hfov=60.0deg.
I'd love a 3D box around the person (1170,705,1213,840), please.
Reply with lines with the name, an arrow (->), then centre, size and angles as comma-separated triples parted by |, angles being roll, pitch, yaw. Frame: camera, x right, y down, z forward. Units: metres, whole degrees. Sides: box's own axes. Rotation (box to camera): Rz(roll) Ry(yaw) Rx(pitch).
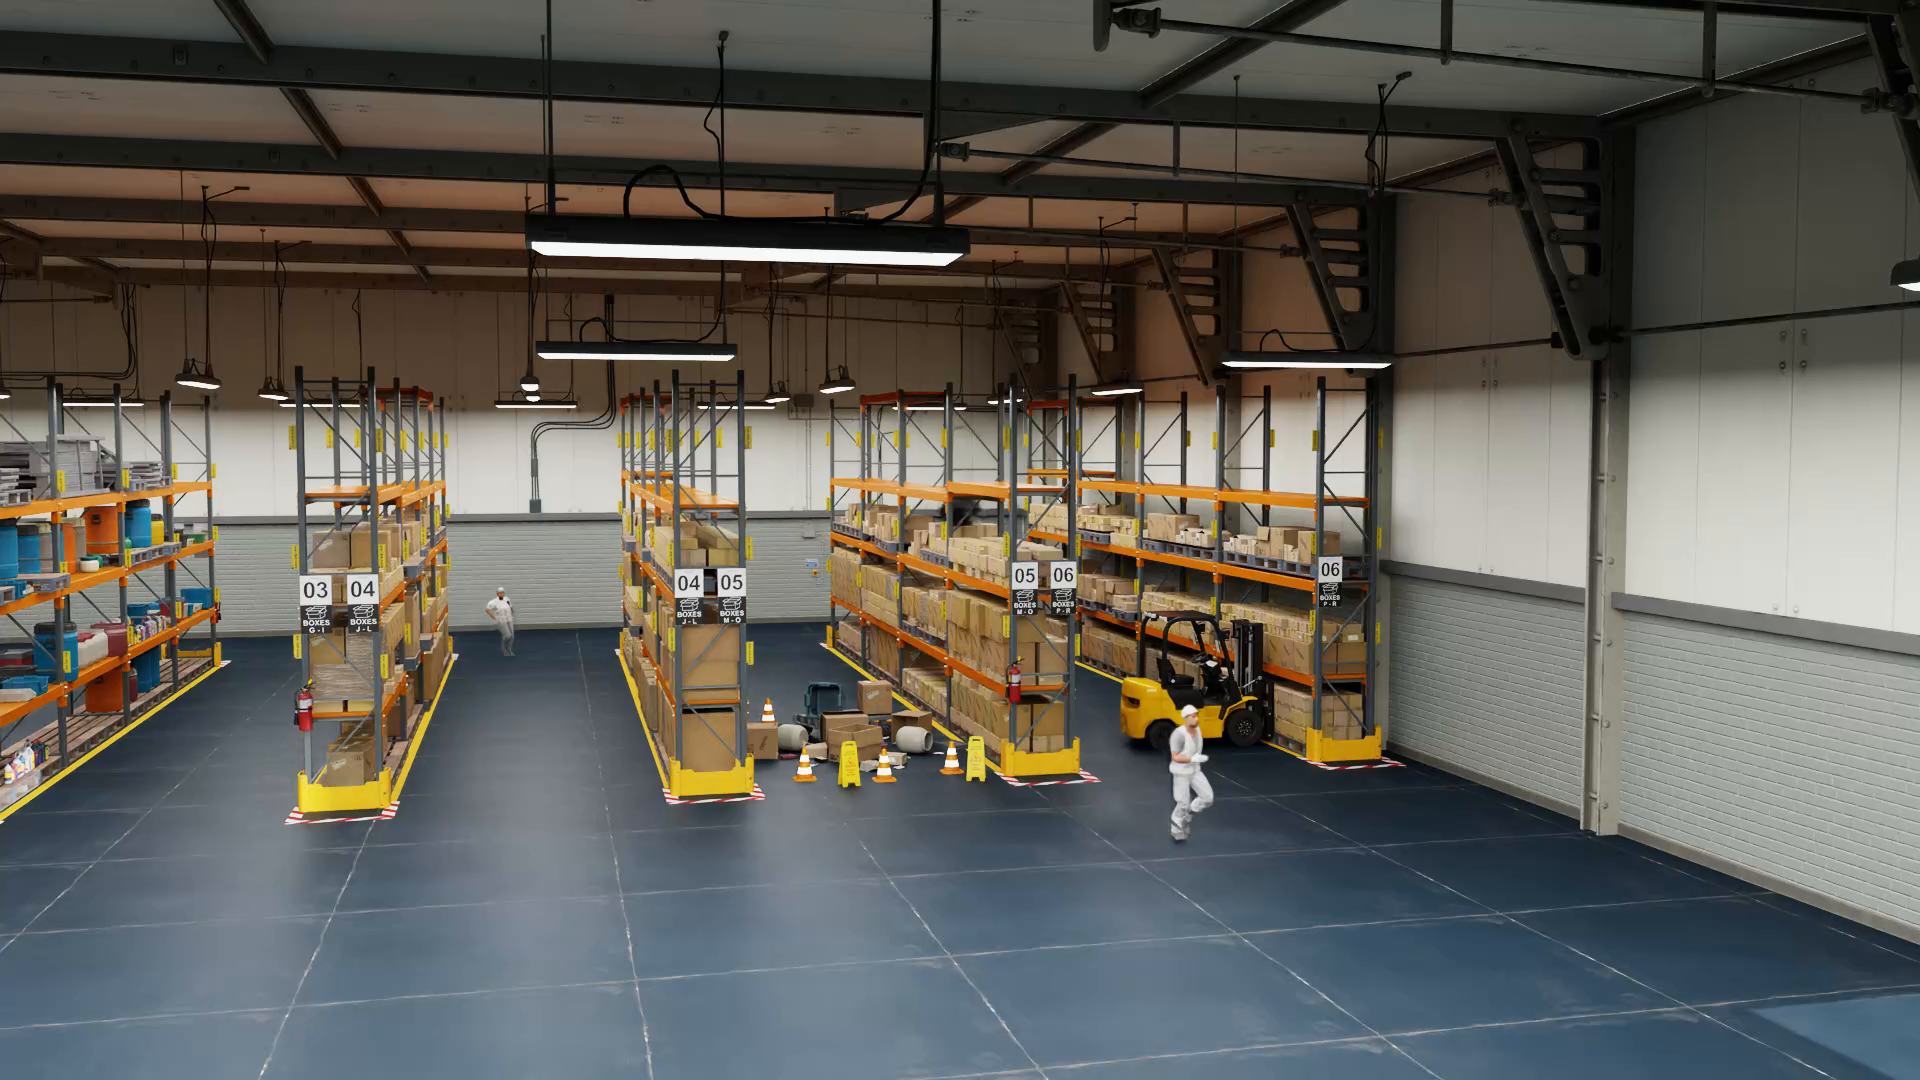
person -> 2.861, 2.890, 20.581 | 0.704, 1.726, 0.726 | -3, 4, -39

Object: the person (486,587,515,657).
person -> -10.553, 1.912, 38.434 | 0.613, 1.642, 0.619 | 3, 5, 41
